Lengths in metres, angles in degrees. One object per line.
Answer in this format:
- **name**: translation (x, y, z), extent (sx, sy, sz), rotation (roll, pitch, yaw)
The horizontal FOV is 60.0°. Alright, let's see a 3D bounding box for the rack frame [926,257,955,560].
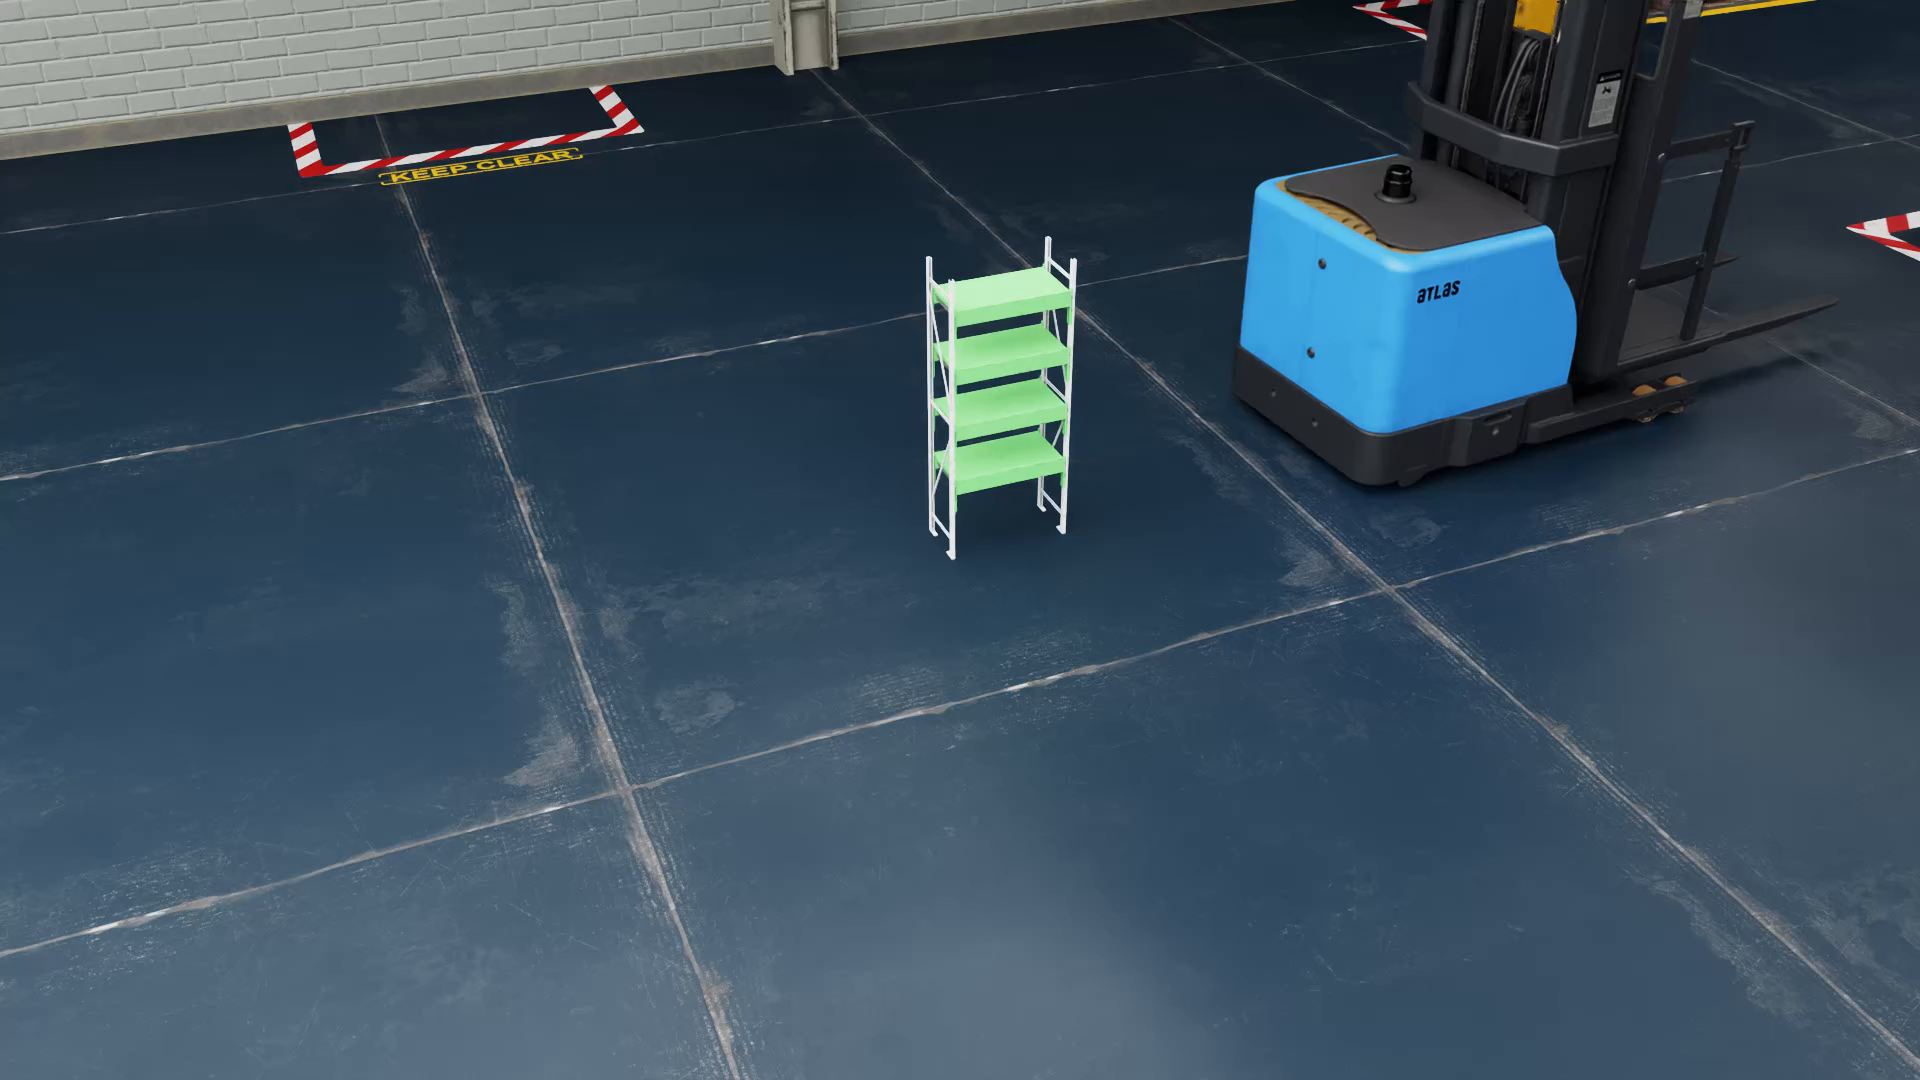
- **rack frame**: translation (-0.072, -0.486, 6.397), extent (0.015, 1.200, 0.240), rotation (-13, 35, -19)

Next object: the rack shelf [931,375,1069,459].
- **rack shelf**: translation (0.153, -0.484, 6.511), extent (0.480, 0.148, 0.258), rotation (-13, 35, -19)

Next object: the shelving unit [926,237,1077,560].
- **shelving unit**: translation (0.153, -0.538, 6.476), extent (0.503, 1.200, 0.258), rotation (-13, 35, -19)

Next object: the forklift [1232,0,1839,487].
- **forklift**: translation (2.807, -2.005, 7.143), extent (3.031, 2.935, 1.130), rotation (-15, 36, -22)

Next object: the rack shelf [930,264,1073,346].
- **rack shelf**: translation (0.153, -0.887, 6.250), extent (0.480, 0.148, 0.258), rotation (-13, 35, -19)

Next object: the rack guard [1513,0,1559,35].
- **rack guard**: translation (4.182, -4.334, 12.953), extent (0.348, 0.500, 1.175), rotation (-13, 35, -19)

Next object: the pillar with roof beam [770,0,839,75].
- **pillar with roof beam**: translation (0.556, -5.032, 6.232), extent (0.400, 9.000, 9.100), rotation (-13, 35, -19)

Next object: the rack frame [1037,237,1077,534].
- **rack frame**: translation (0.378, -0.589, 6.556), extent (0.015, 1.200, 0.240), rotation (-13, 35, -19)

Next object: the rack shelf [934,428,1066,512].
- **rack shelf**: translation (0.153, -0.283, 6.642), extent (0.480, 0.148, 0.258), rotation (-13, 35, -19)

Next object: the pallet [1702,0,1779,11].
- **pallet**: translation (6.067, -4.622, 13.660), extent (1.213, 0.211, 1.003), rotation (-13, 35, -19)

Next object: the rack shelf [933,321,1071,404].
- **rack shelf**: translation (0.153, -0.685, 6.380), extent (0.480, 0.148, 0.258), rotation (-13, 35, -19)

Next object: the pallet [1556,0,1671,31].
- **pallet**: translation (4.944, -4.367, 13.268), extent (1.213, 0.211, 1.003), rotation (-13, 35, -19)
